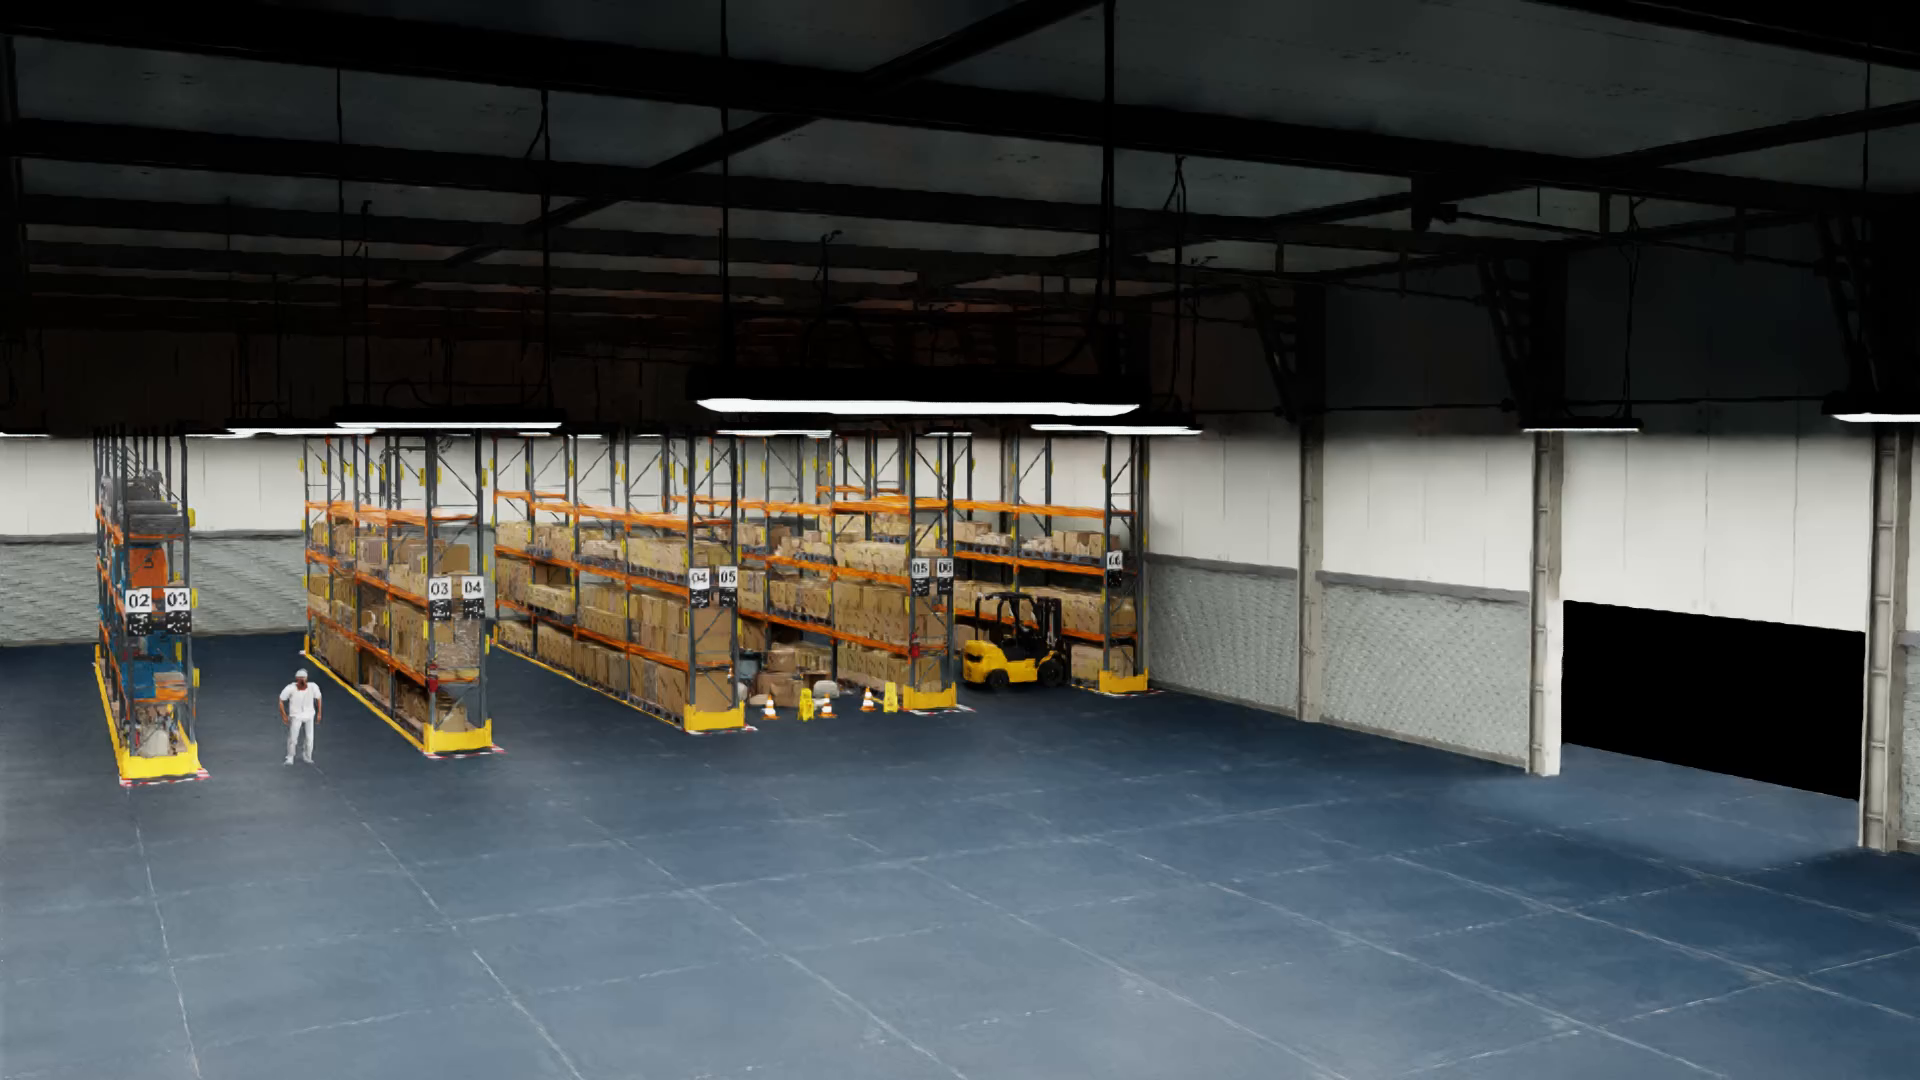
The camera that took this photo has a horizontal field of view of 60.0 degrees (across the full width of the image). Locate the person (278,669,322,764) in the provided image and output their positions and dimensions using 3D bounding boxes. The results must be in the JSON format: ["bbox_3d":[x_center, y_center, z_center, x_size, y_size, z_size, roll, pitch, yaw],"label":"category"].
[{"bbox_3d":[-11.587,3.102,29.245,0.719,1.714,0.578,-2,4,-30],"label":"person"}]
